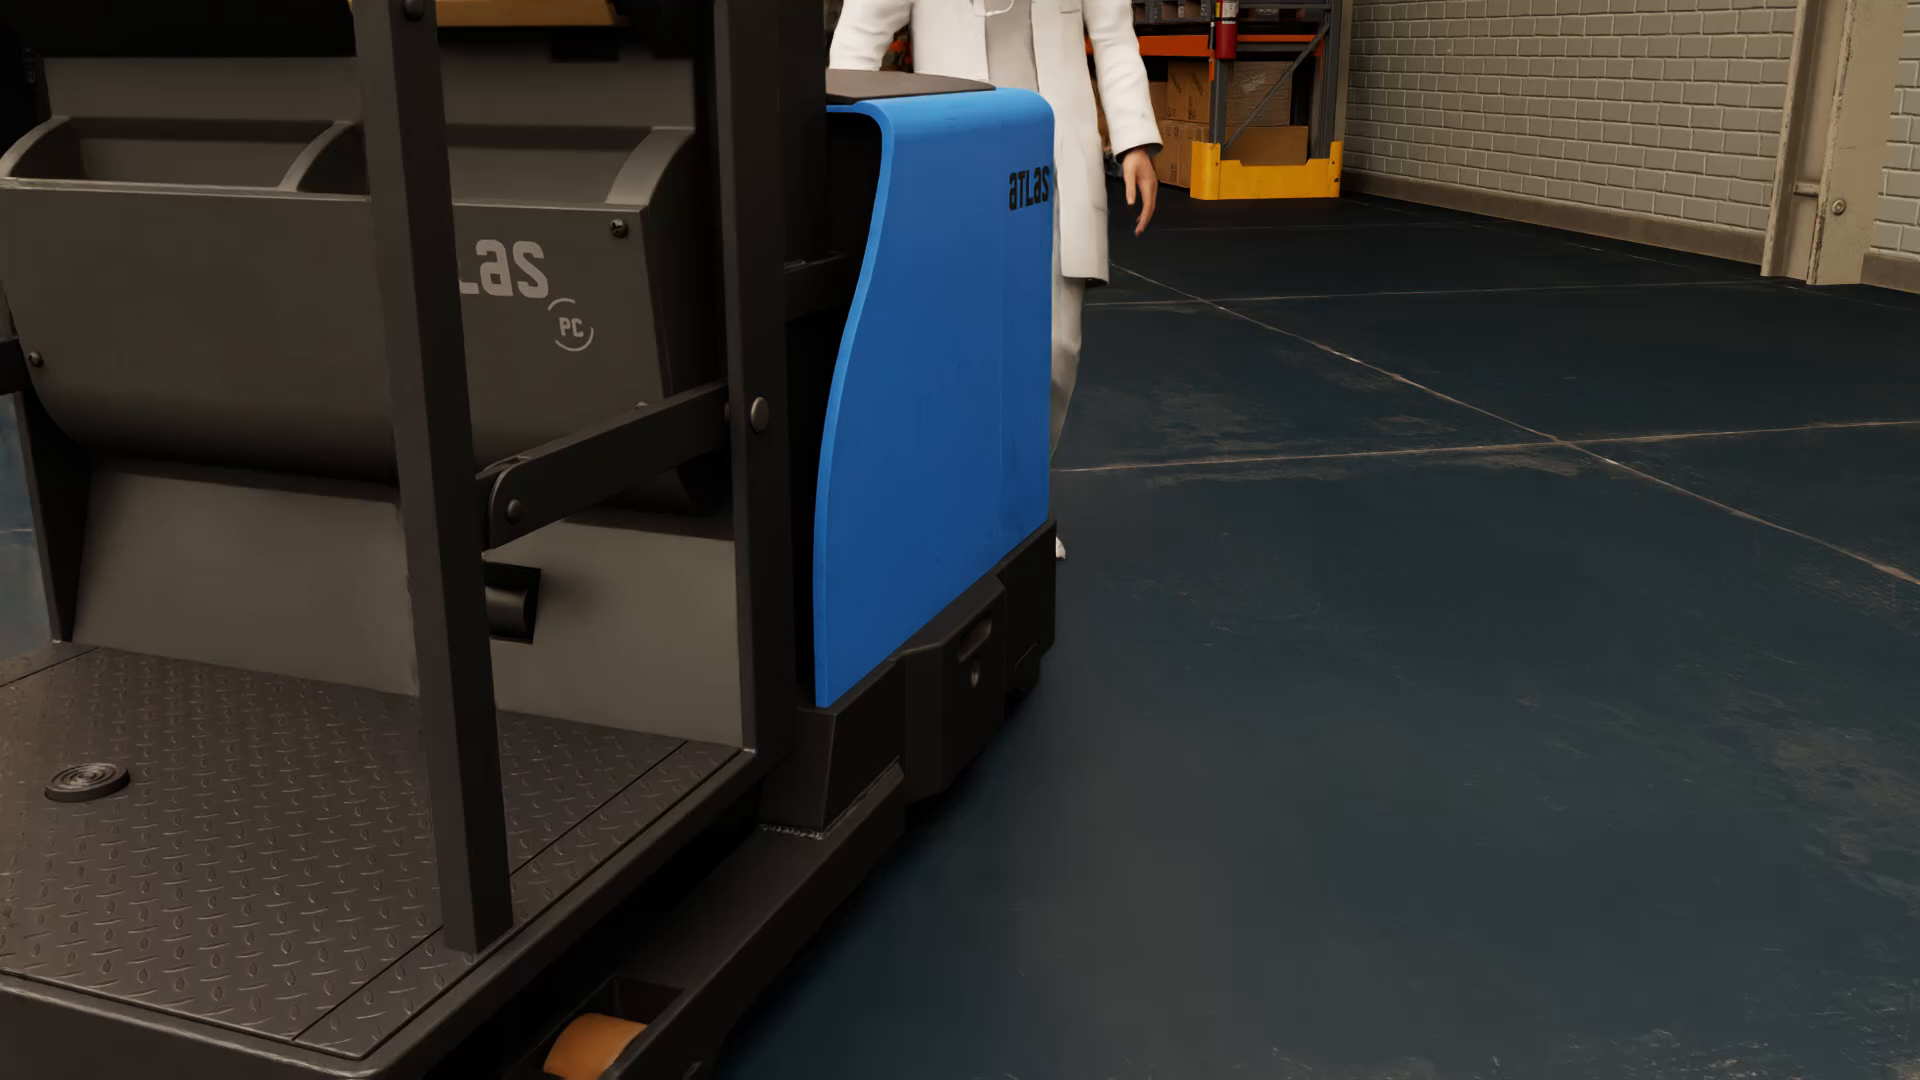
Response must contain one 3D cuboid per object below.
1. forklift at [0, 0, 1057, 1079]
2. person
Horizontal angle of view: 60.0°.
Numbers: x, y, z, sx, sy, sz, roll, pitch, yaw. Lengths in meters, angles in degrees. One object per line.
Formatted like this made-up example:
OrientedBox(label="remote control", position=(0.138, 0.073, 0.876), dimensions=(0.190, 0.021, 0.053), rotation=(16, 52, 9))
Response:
OrientedBox(label="forklift", position=(-0.811, -0.815, 1.610), dimensions=(1.130, 2.935, 3.031), rotation=(6, 18, 19))
OrientedBox(label="person", position=(0.073, -0.772, 3.601), dimensions=(0.767, 1.753, 0.609), rotation=(-2, 17, -7))
